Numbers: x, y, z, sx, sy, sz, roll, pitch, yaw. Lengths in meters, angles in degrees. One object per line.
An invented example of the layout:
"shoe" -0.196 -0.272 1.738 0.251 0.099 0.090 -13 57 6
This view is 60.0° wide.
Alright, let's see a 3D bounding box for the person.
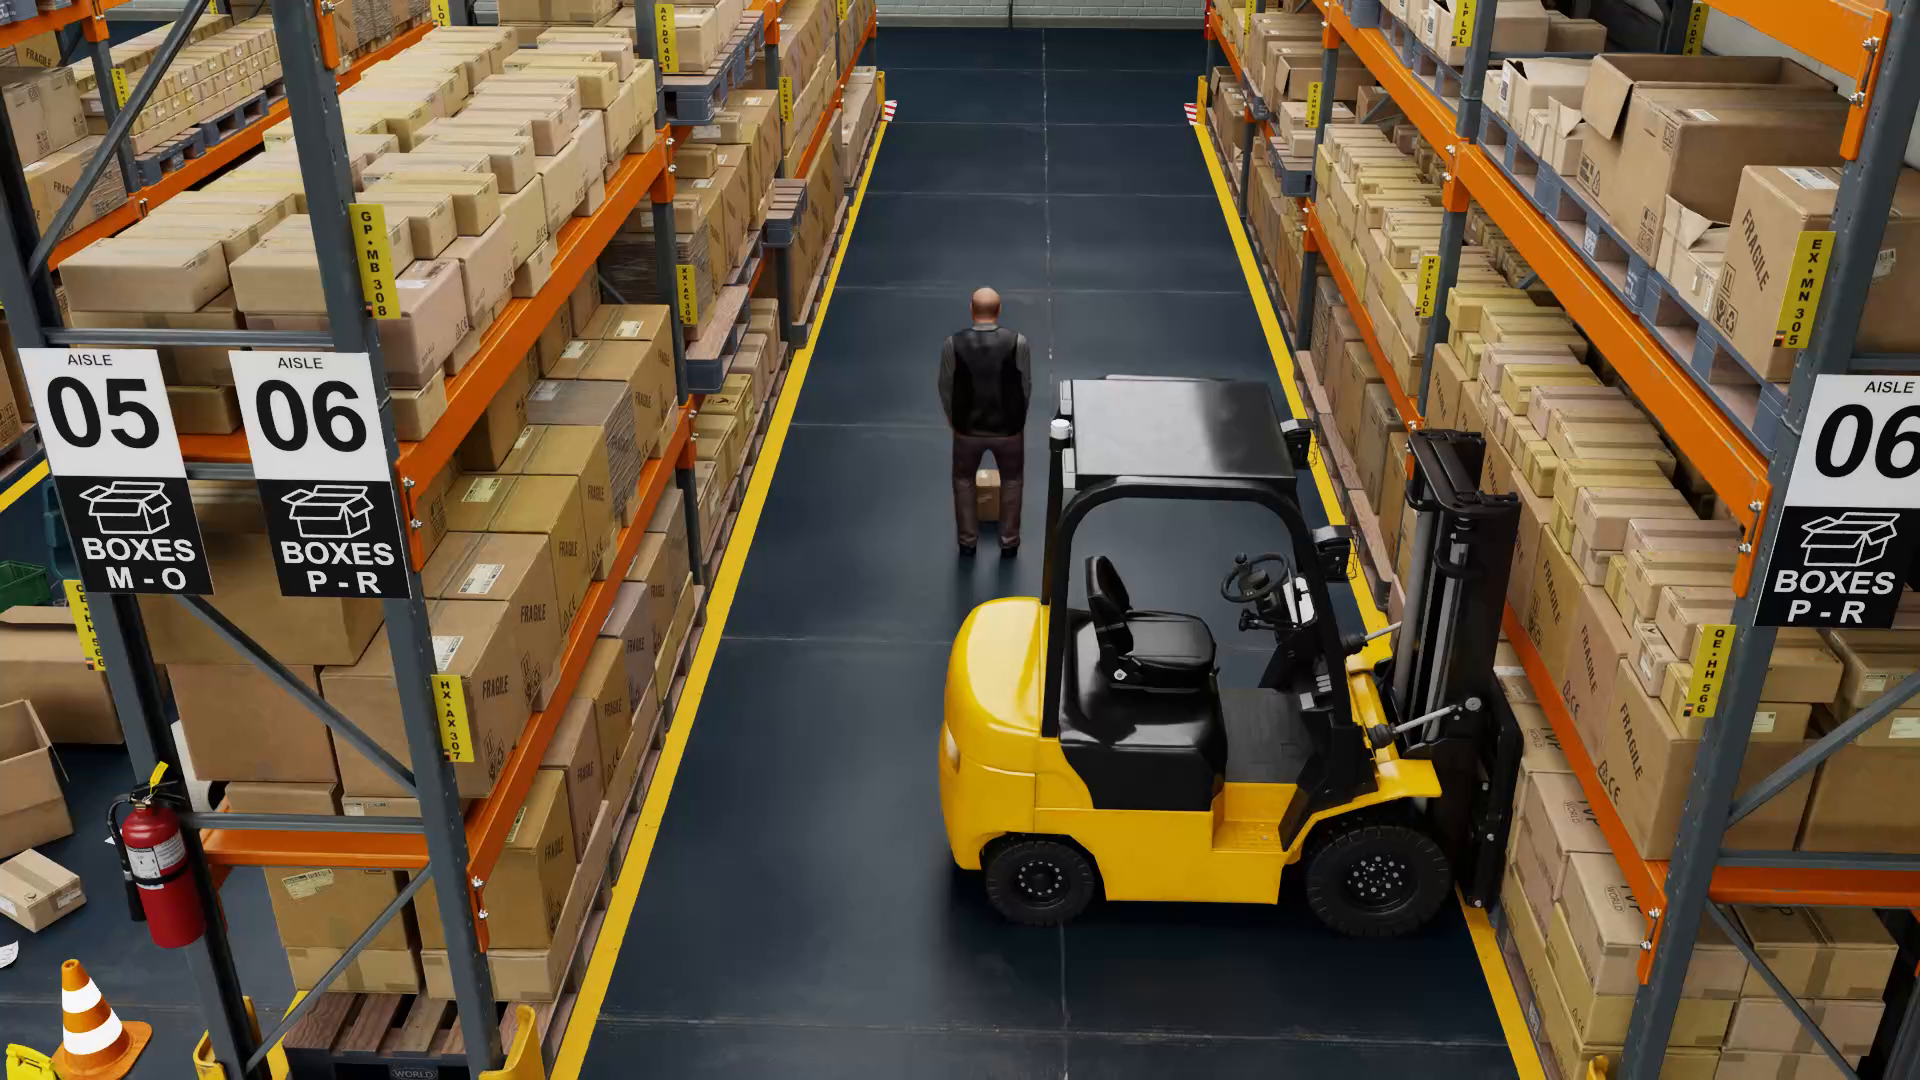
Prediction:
"person" 0.146 -0.684 10.024 0.563 1.658 0.447 2 28 3
